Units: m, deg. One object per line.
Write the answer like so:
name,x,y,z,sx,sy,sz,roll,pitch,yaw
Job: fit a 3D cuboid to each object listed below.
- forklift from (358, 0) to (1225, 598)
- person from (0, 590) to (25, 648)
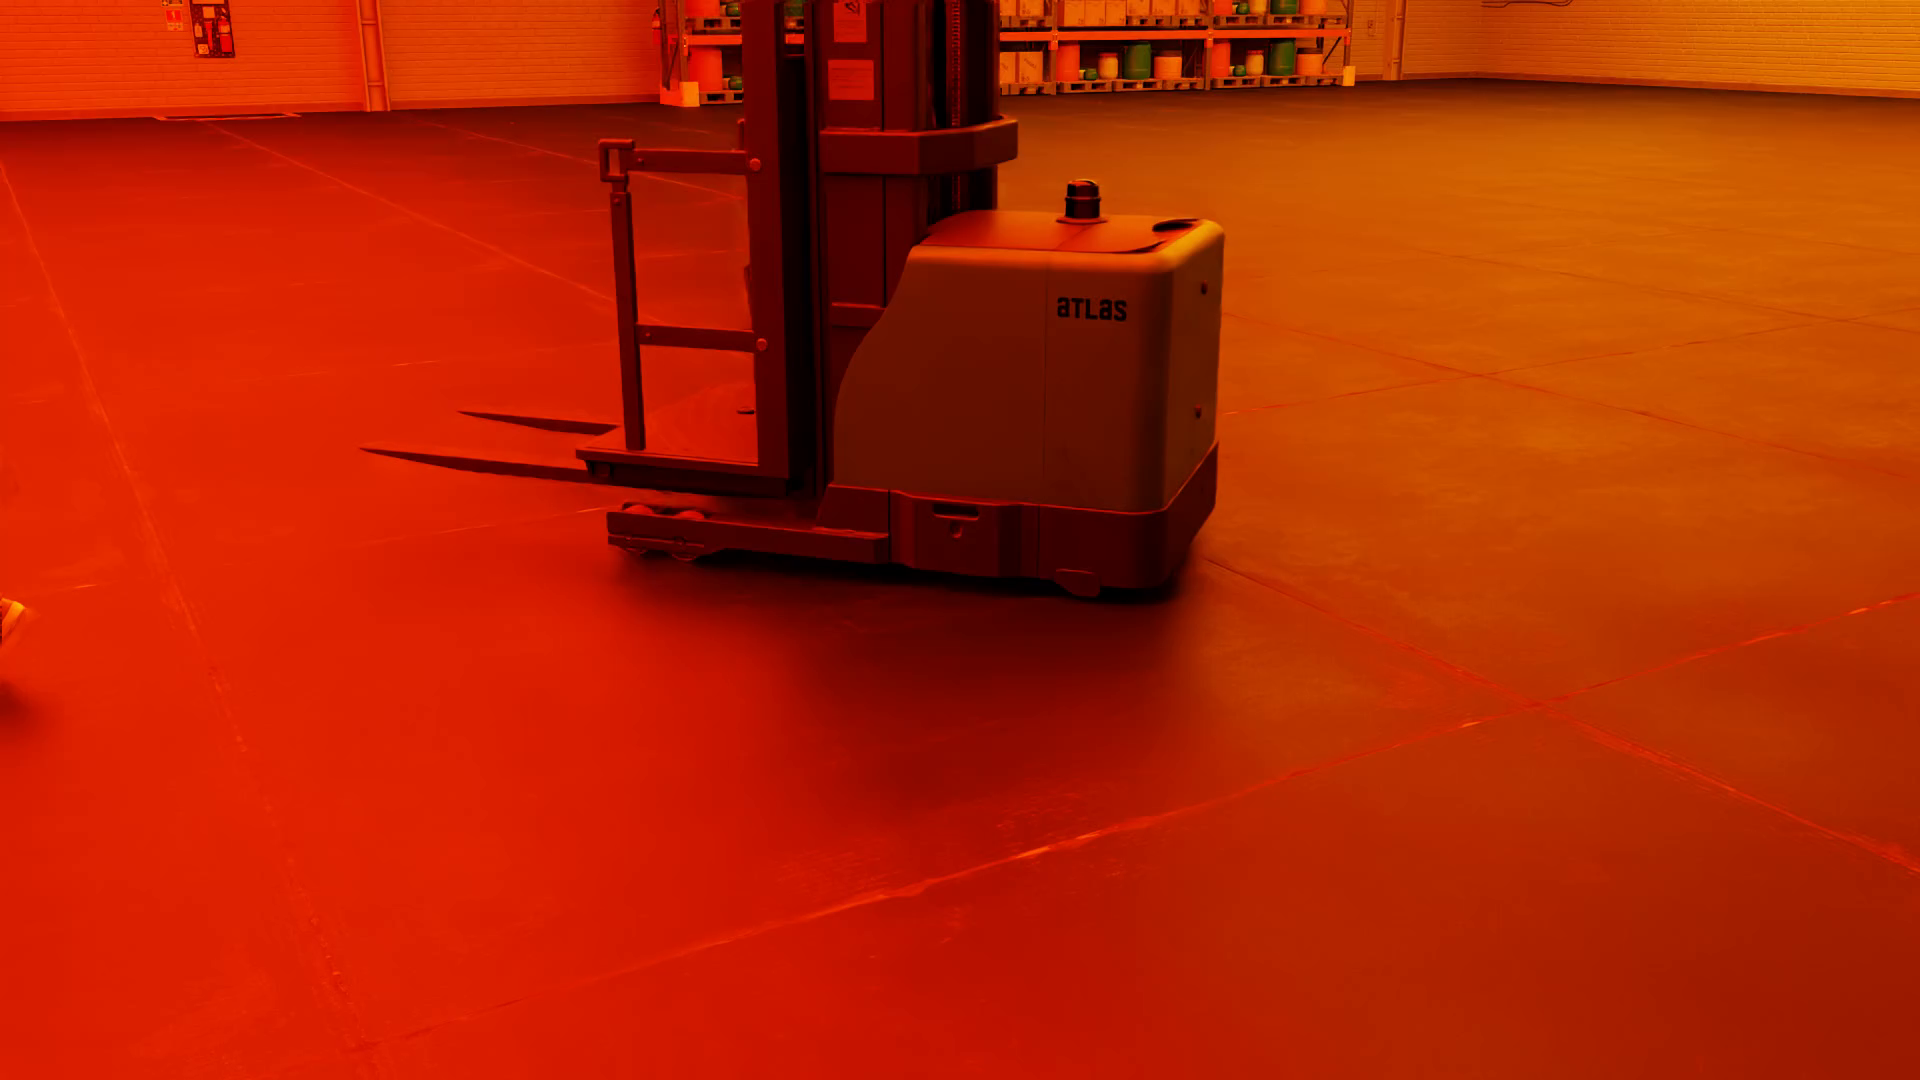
forklift,-0.665,-1.470,5.543,3.031,2.935,1.130,6,19,18
person,-2.829,-0.129,4.074,0.650,1.361,0.871,15,23,38
